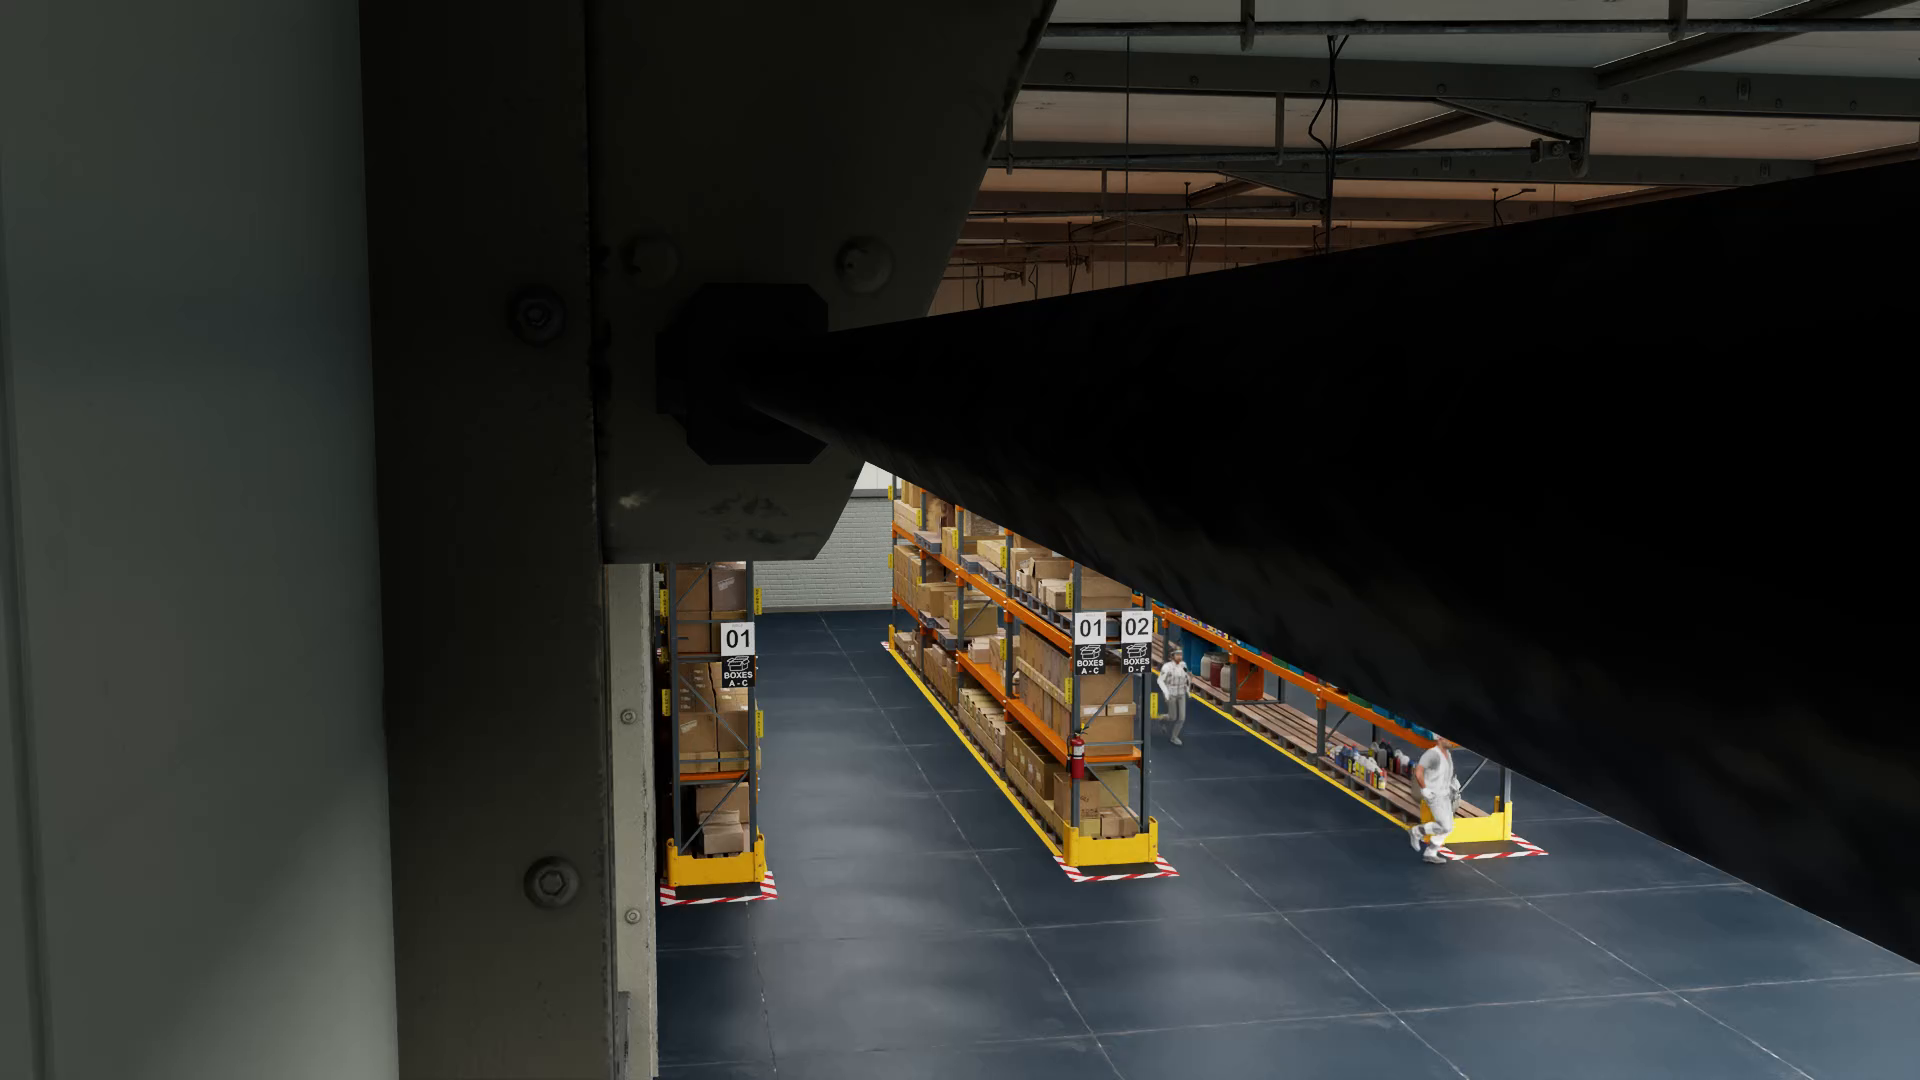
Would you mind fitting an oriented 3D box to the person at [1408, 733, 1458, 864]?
[{"bbox_3d":[6.015,3.211,21.018,0.542,1.723,0.714,5,8,40],"label":"person"}]

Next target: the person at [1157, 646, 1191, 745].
[{"bbox_3d":[3.536,2.543,27.584,0.603,1.648,0.593,-2,7,-21],"label":"person"}]
